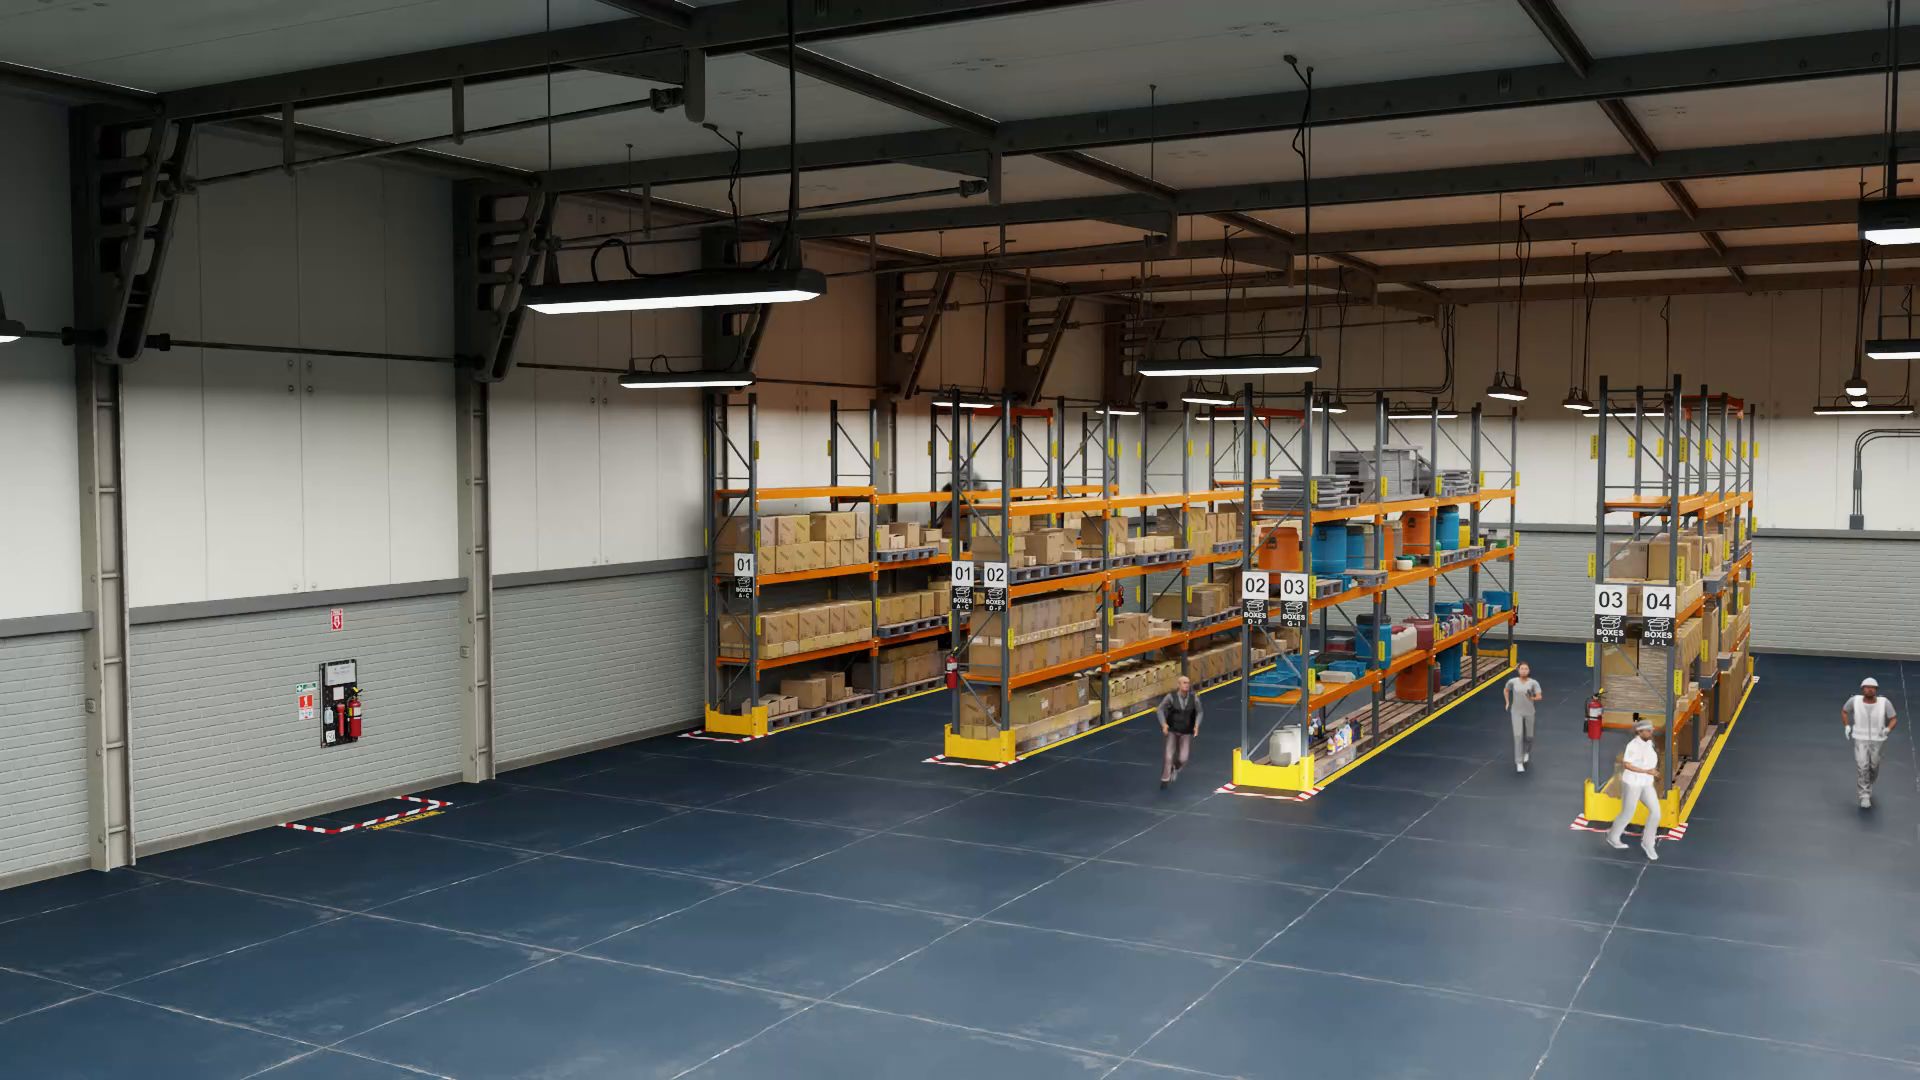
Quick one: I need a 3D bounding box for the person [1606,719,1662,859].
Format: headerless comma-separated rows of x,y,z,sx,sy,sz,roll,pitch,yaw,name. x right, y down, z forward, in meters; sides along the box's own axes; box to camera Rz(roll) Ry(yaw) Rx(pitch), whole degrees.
8.378,3.062,20.529,0.593,1.755,0.780,-2,4,-29,person

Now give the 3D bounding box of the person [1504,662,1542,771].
8.830,2.731,26.091,0.564,1.655,0.969,1,3,15,person

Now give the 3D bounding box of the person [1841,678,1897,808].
12.897,2.840,23.593,0.689,1.785,0.926,1,3,23,person

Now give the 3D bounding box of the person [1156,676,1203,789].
3.261,2.850,24.584,0.709,1.664,0.519,0,3,1,person
